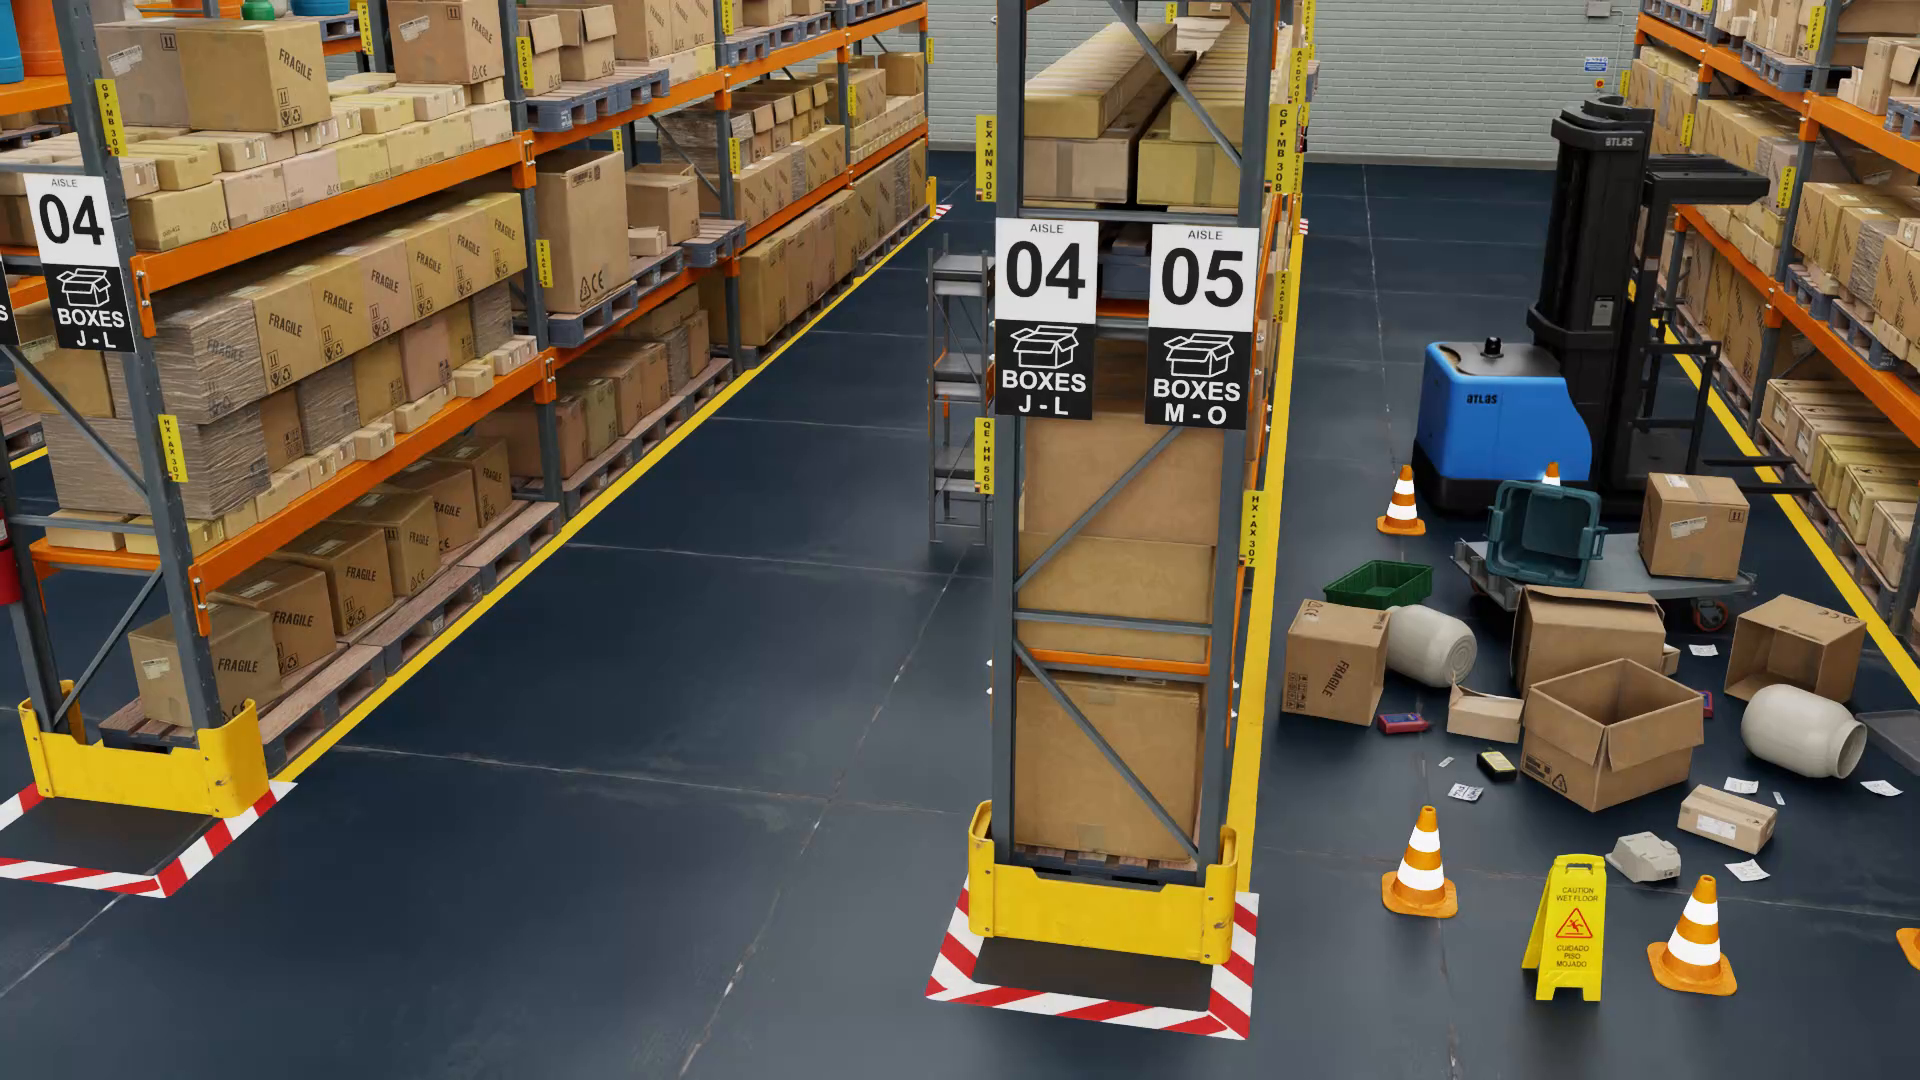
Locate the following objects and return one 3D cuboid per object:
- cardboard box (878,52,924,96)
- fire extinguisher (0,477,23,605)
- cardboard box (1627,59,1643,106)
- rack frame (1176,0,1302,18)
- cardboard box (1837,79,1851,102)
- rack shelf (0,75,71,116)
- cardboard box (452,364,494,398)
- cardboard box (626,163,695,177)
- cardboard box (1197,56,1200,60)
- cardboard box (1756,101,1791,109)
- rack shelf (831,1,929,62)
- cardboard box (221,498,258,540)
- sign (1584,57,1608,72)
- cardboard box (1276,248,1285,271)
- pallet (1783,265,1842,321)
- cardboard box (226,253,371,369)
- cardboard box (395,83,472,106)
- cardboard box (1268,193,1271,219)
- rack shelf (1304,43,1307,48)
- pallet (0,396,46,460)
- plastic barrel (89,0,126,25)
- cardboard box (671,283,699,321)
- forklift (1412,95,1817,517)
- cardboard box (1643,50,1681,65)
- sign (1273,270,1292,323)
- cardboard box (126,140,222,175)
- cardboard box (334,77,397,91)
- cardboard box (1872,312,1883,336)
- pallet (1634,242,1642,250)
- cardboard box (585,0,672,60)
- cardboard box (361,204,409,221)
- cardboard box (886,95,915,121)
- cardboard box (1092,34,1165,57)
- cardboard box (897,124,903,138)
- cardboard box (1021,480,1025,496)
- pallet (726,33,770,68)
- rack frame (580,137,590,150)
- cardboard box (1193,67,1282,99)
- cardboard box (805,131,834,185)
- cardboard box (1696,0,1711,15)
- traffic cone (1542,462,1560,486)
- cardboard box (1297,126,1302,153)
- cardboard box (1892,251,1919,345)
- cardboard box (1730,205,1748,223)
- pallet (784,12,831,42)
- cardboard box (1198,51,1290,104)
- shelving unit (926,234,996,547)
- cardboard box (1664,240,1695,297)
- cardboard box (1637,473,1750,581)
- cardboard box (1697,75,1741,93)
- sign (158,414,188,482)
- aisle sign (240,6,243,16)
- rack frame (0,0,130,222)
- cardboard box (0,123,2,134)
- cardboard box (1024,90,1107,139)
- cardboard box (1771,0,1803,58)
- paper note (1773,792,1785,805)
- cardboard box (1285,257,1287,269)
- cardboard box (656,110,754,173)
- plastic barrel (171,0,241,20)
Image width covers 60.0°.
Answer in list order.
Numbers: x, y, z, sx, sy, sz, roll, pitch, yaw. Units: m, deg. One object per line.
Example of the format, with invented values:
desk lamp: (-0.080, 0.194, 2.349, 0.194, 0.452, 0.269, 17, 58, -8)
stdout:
cardboard box: (-0.773, -6.135, 21.870, 0.500, 0.500, 0.500, 5, 22, 12)
fire extinguisher: (-4.670, -0.023, 7.998, 0.296, 0.674, 0.183, 4, 22, 11)
cardboard box: (8.394, -5.518, 20.067, 0.500, 0.500, 0.500, 4, 22, 10)
rack frame: (2.272, -5.359, 13.114, 1.000, 3.000, 0.127, 4, 22, 11)
cardboard box: (6.907, -3.408, 12.622, 0.380, 0.149, 0.250, 4, 22, 11)
rack shelf: (-7.820, -3.695, 13.961, 1.077, 0.370, 4.000, 4, 22, 11)
cardboard box: (-3.248, -1.033, 10.740, 0.380, 0.149, 0.250, 4, 22, 11)
cardboard box: (-2.634, -3.032, 14.670, 0.500, 0.500, 0.500, 2, 22, 4)
cardboard box: (1.443, -2.947, 10.645, 0.500, 0.250, 0.500, 5, 22, 11)
cardboard box: (8.109, -4.026, 16.363, 0.500, 0.500, 0.500, 5, 23, 13)
rack shelf: (-1.339, -6.243, 20.288, 1.077, 0.370, 4.000, 4, 22, 11)
cardboard box: (-3.834, -0.125, 8.485, 0.380, 0.149, 0.250, 4, 22, 11)
sign: (9.864, -7.377, 25.793, 0.327, 0.218, 0.001, 4, 22, 11)
cardboard box: (2.137, -1.884, 12.383, 0.500, 0.500, 0.500, 5, 22, 12)
pallet: (7.097, -1.878, 12.758, 1.213, 0.211, 1.003, 4, 22, 11)
cardboard box: (-3.607, -1.259, 9.094, 0.500, 0.500, 0.500, 4, 22, 11)
cardboard box: (-3.307, -2.803, 10.451, 0.380, 0.149, 0.250, 5, 22, 12)
cardboard box: (1.126, -1.452, 7.069, 0.380, 0.149, 0.250, 5, 22, 11)
rack shelf: (2.680, -4.365, 15.625, 1.077, 0.370, 4.000, 4, 22, 11)
pallet: (-8.106, -0.902, 13.812, 1.003, 0.211, 1.213, 4, 22, 11)
plastic barrel: (-7.792, -4.709, 14.844, 0.600, 0.901, 0.600, 0, 22, 0)
cardboard box: (-2.671, -2.136, 14.896, 0.500, 0.250, 0.500, 5, 23, 13)
forklift: (5.047, -1.681, 12.105, 3.031, 2.935, 1.130, 1, 22, 3)
cardboard box: (8.278, -5.676, 19.592, 0.380, 0.149, 0.250, 5, 23, 13)
sign: (1.999, -1.510, 10.322, 0.100, 0.325, 0.005, 4, 22, 11)
cardboard box: (-3.835, -1.844, 8.070, 0.380, 0.149, 0.250, 4, 22, 10)
cardboard box: (-3.735, -2.837, 10.535, 0.380, 0.149, 0.250, 3, 22, 8)
cardboard box: (6.379, -1.432, 11.169, 0.380, 0.149, 0.250, 4, 22, 11)
pallet: (8.684, -3.570, 20.434, 1.003, 0.211, 1.213, 4, 22, 11)
cardboard box: (-2.626, -4.099, 13.198, 0.500, 0.500, 0.500, 5, 22, 12)
cardboard box: (-3.821, -1.848, 10.557, 0.500, 0.500, 0.500, 4, 22, 11)
cardboard box: (-0.874, -5.602, 21.552, 0.500, 0.250, 0.500, 4, 22, 10)
cardboard box: (0.894, -2.613, 8.884, 0.380, 0.149, 0.250, 4, 22, 10)
cardboard box: (-0.941, -5.176, 21.028, 0.380, 0.149, 0.250, 5, 22, 11)
cardboard box: (0.761, -0.062, 7.791, 0.875, 0.550, 0.550, 4, 22, 11)
pallet: (-2.484, -4.534, 15.335, 1.213, 0.211, 1.003, 6, 23, 13)
rack frame: (-5.780, -6.294, 23.467, 1.000, 3.000, 0.127, 4, 22, 11)
cardboard box: (1.227, -2.006, 7.376, 0.380, 0.149, 0.250, 4, 22, 10)
cardboard box: (-1.683, -4.128, 17.955, 0.500, 0.500, 0.500, 5, 23, 13)
cardboard box: (7.771, -5.527, 17.030, 0.396, 0.266, 0.258, 5, 23, 13)
traffic cone: (4.285, -0.339, 12.075, 0.336, 0.463, 0.334, 4, 22, 11)
cardboard box: (3.668, -4.748, 19.096, 0.500, 0.500, 0.500, 4, 22, 10)
cardboard box: (6.291, -1.520, 10.518, 0.500, 0.500, 0.500, 5, 22, 11)
cardboard box: (7.174, -2.971, 14.747, 0.500, 0.250, 0.500, 4, 22, 10)
pallet: (-1.886, -5.418, 17.531, 0.805, 0.209, 1.217, 4, 22, 9)
cardboard box: (1.606, -2.615, 9.422, 0.500, 0.250, 0.500, 4, 22, 10)
shelving unit: (0.034, -1.035, 11.612, 0.431, 2.100, 0.503, 4, 22, 11)
cardboard box: (8.188, -2.926, 17.972, 0.875, 0.438, 0.875, 4, 22, 10)
cardboard box: (4.573, -0.089, 10.392, 0.500, 0.500, 0.500, 4, 22, 11)
cardboard box: (7.866, -4.735, 17.254, 0.380, 0.149, 0.250, 5, 22, 12)
sign: (-3.665, -0.426, 7.736, 0.100, 0.325, 0.005, 4, 22, 11)
aisle sign: (-10.314, -7.881, 23.927, 0.394, 0.787, 0.004, 4, 22, 11)
rack frame: (-4.196, -2.848, 6.880, 1.000, 3.000, 0.127, 4, 22, 11)
cardboard box: (-11.838, -5.039, 19.655, 0.700, 0.500, 0.500, 8, 23, 19)
cardboard box: (0.376, -1.685, 6.581, 0.380, 0.149, 0.250, 5, 22, 11)
cardboard box: (7.154, -4.245, 13.667, 0.700, 0.500, 0.500, 3, 22, 8)
paper note: (4.208, 1.327, 8.545, 0.032, 0.001, 0.123, 4, 22, 11)
cardboard box: (2.866, -2.558, 15.971, 0.500, 0.250, 0.500, 5, 22, 11)
cardboard box: (-2.398, -3.769, 15.720, 0.797, 0.503, 0.637, 5, 23, 13)
plastic barrel: (-7.293, -5.361, 15.999, 0.600, 0.830, 0.708, 4, 22, 11)
